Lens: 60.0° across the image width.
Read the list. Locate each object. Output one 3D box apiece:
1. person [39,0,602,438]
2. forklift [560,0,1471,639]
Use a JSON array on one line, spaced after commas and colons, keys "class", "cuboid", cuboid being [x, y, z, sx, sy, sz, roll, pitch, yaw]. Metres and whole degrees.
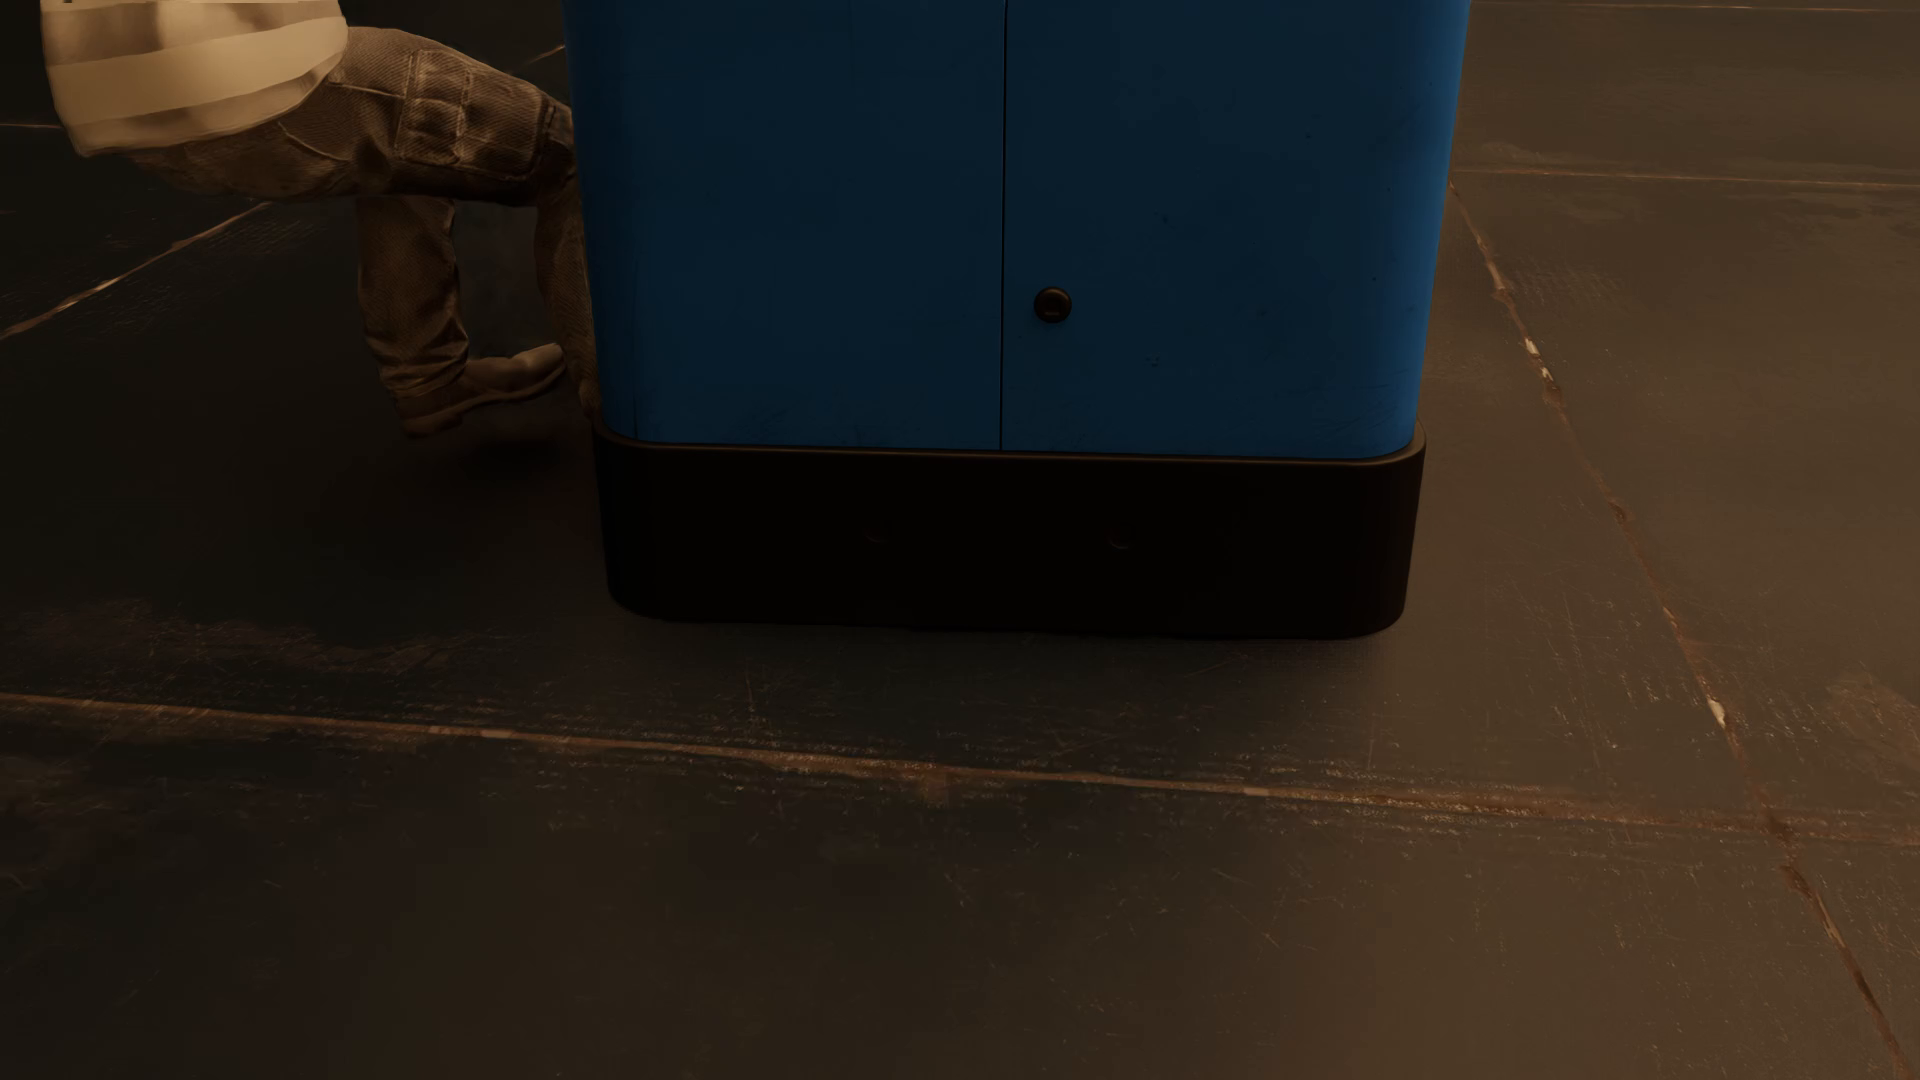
[{"class": "person", "cuboid": [-1.055, -0.788, 2.496, 1.519, 1.440, 0.768, 11, 29, 22]}, {"class": "forklift", "cuboid": [0.142, -1.809, 2.843, 1.130, 2.935, 3.031, 2, 27, 3]}]
